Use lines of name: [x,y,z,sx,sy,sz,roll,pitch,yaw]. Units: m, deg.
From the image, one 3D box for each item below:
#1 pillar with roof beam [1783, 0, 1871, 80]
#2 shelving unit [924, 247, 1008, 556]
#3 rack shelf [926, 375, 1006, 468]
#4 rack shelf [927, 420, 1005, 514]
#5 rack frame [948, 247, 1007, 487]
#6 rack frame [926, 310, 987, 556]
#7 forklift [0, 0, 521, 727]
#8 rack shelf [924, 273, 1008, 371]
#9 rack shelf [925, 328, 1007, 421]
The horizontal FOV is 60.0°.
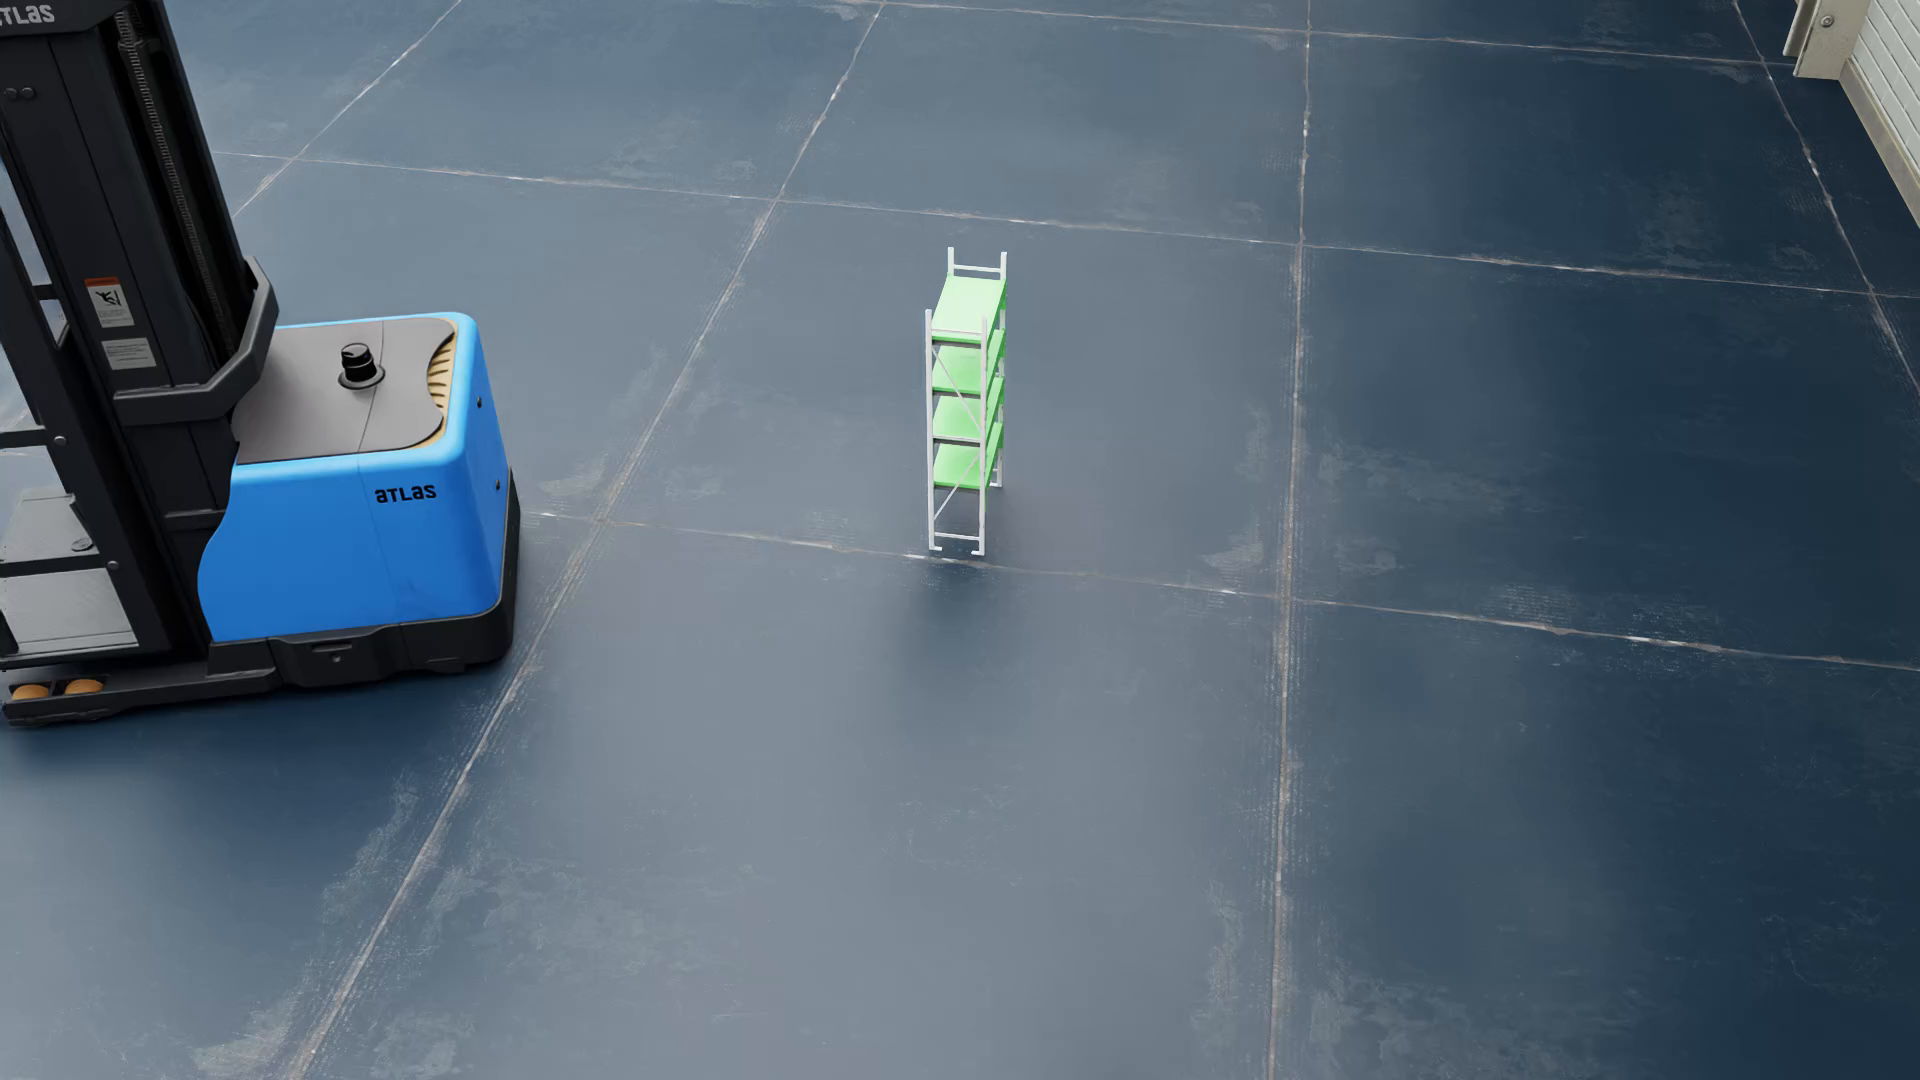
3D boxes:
pillar with roof beam: [1.436,-7.098,8.773,9.100,9.000,0.400,6,40,8]
shelving unit: [0.029,-0.566,6.993,0.258,1.200,0.503,6,40,8]
rack shelf: [0.029,-0.517,7.034,0.258,0.148,0.480,6,40,8]
rack shelf: [0.029,-0.332,7.187,0.258,0.148,0.480,6,40,8]
rack frame: [0.071,-0.719,7.179,0.240,1.200,0.015,6,40,8]
rack frame: [-0.014,-0.413,6.808,0.240,1.200,0.015,6,40,8]
forklift: [-3.352,-0.776,5.889,3.031,2.935,1.130,-6,40,-7]
rack shelf: [0.029,-0.887,6.728,0.258,0.148,0.480,6,40,8]
rack shelf: [0.029,-0.702,6.881,0.258,0.148,0.480,6,40,8]
